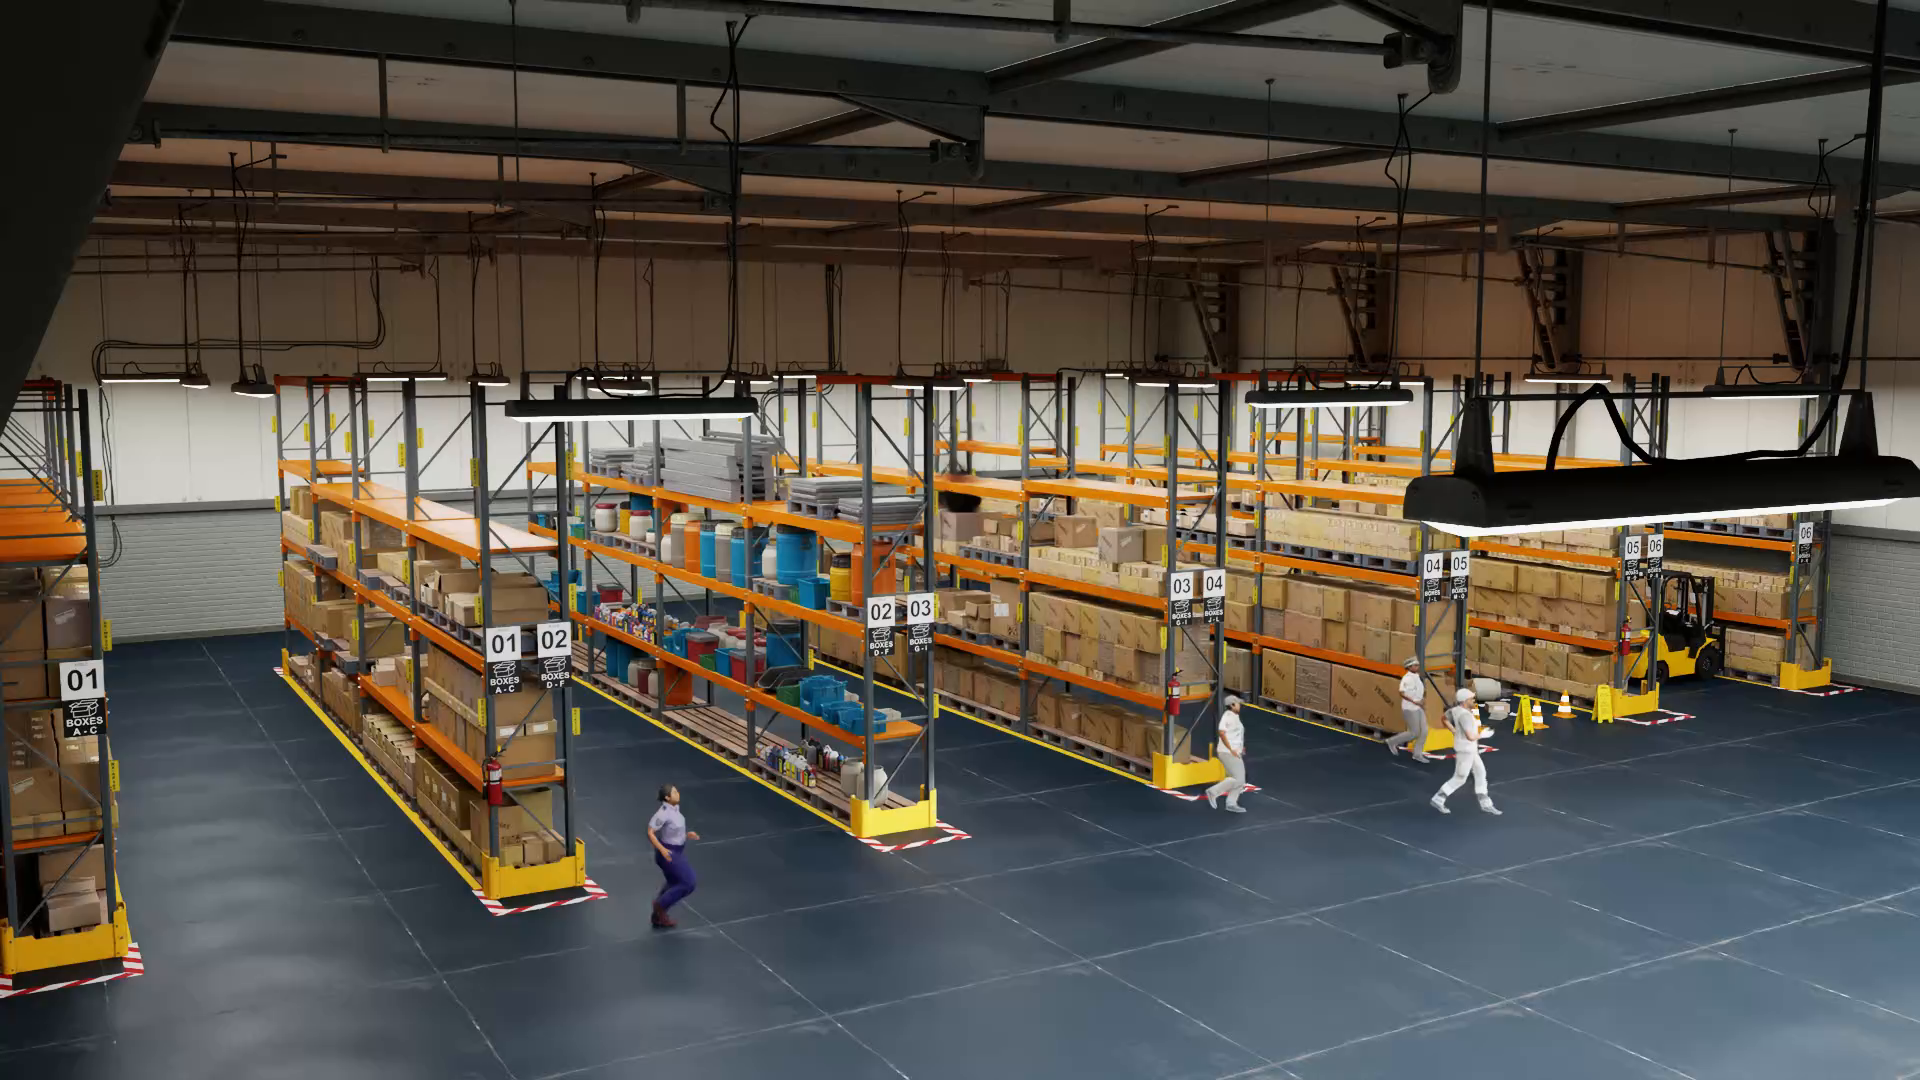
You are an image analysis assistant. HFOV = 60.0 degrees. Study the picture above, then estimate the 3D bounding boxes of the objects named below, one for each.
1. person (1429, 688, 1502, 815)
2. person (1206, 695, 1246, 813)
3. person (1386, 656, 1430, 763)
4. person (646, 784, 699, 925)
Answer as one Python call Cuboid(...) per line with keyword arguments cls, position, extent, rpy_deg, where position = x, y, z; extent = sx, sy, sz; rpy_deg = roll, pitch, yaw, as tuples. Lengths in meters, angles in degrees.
Cuboid(cls="person", position=(7.007, 2.919, 22.951), extent=(0.992, 1.775, 0.668), rpy_deg=(1, 6, 11))
Cuboid(cls="person", position=(3.751, 2.982, 23.362), extent=(0.559, 1.611, 0.679), rpy_deg=(1, 6, 11))
Cuboid(cls="person", position=(7.074, 2.651, 26.155), extent=(0.674, 1.688, 0.593), rpy_deg=(4, 8, 34))
Cuboid(cls="person", position=(-3.183, 3.508, 18.537), extent=(0.548, 1.609, 0.592), rpy_deg=(0, 6, -3))
